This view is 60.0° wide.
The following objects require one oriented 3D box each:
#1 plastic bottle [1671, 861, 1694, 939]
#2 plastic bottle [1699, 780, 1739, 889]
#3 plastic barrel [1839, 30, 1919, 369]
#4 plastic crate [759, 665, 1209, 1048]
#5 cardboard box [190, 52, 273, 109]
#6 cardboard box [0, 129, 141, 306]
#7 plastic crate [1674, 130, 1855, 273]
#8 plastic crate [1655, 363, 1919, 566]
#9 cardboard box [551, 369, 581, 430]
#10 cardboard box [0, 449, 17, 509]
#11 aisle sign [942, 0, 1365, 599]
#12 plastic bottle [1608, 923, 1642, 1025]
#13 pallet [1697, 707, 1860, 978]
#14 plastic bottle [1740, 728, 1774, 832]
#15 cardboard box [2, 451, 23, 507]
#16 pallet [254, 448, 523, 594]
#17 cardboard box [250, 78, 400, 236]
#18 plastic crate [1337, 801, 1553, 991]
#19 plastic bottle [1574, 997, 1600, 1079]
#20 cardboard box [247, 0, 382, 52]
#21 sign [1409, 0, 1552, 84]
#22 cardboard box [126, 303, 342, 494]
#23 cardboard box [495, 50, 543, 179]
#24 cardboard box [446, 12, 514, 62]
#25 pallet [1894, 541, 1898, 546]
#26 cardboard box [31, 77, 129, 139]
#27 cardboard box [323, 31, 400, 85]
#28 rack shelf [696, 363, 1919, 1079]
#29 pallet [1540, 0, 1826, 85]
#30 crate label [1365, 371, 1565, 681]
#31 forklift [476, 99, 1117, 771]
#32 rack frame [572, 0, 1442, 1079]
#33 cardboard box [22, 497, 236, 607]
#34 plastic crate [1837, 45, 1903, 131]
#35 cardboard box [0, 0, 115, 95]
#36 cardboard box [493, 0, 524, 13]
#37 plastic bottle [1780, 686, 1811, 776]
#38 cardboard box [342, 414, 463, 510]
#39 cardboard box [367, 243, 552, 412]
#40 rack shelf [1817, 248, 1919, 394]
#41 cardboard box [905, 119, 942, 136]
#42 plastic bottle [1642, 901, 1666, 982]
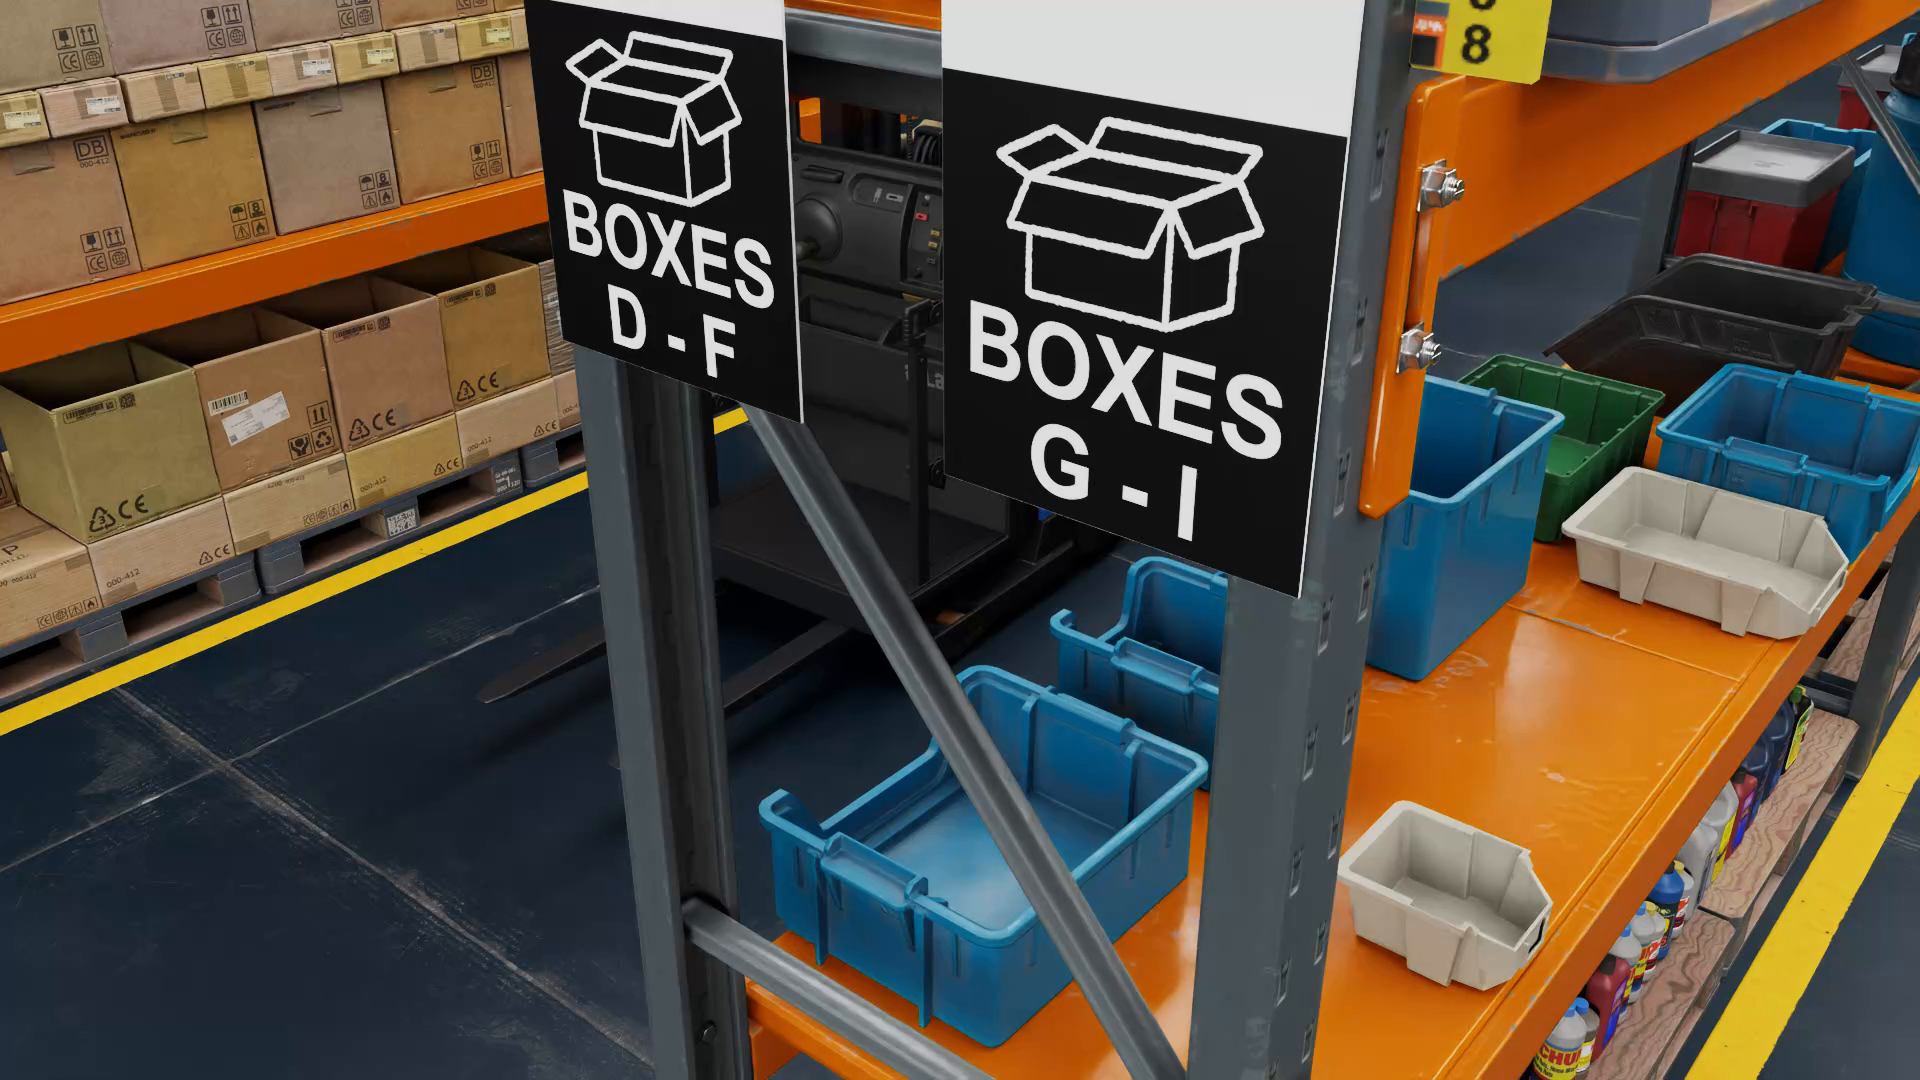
[{"bbox_3d":[1.826,0.916,4.281,0.097,0.201,0.097,0,27,0],"label":"plastic bottle"},{"bbox_3d":[1.987,0.744,4.452,0.144,0.351,0.185,21,34,34],"label":"plastic bottle"},{"bbox_3d":[2.981,-1.004,4.880,0.600,0.901,0.708,21,34,34],"label":"plastic barrel"},{"bbox_3d":[0.045,0.487,2.706,0.499,0.251,0.616,21,34,34],"label":"plastic crate"},{"bbox_3d":[-2.629,-1.629,5.820,0.380,0.149,0.250,20,34,34],"label":"cardboard box"},{"bbox_3d":[-3.226,-1.157,5.613,0.700,0.500,0.500,22,34,36],"label":"cardboard box"},{"bbox_3d":[2.573,-1.022,5.391,0.402,0.464,0.583,21,34,34],"label":"plastic crate"},{"bbox_3d":[2.007,-0.195,4.024,0.499,0.251,0.616,21,34,34],"label":"plastic crate"},{"bbox_3d":[-1.770,-0.744,7.459,0.500,0.250,0.500,21,34,34],"label":"cardboard box"},{"bbox_3d":[-3.751,-0.339,5.860,0.500,0.500,0.500,21,34,34],"label":"cardboard box"},{"bbox_3d":[0.137,-0.358,1.348,0.394,0.787,0.004,21,34,34],"label":"aisle sign"},{"bbox_3d":[1.569,1.029,3.987,0.097,0.271,0.097,0,27,0],"label":"plastic bottle"},{"bbox_3d":[2.042,0.732,5.105,1.003,0.211,1.213,21,34,34],"label":"pallet"},{"bbox_3d":[2.192,0.629,4.673,0.144,0.351,0.185,19,33,32],"label":"plastic bottle"},{"bbox_3d":[-3.441,-0.186,6.380,0.500,0.250,0.500,21,34,34],"label":"cardboard box"},{"bbox_3d":[-2.632,-0.239,6.982,1.003,0.211,1.213,21,34,34],"label":"pallet"},{"bbox_3d":[-2.573,-1.519,6.313,0.700,0.500,0.500,22,35,36],"label":"cardboard box"},{"bbox_3d":[0.775,0.580,2.652,0.298,0.136,0.250,21,34,34],"label":"plastic crate"},{"bbox_3d":[1.417,1.145,3.839,0.097,0.201,0.097,0,27,0],"label":"plastic bottle"},{"bbox_3d":[-2.553,-2.109,6.042,0.700,0.500,0.500,21,34,34],"label":"cardboard box"},{"bbox_3d":[0.379,-0.488,1.155,0.100,0.325,0.005,21,34,34],"label":"sign"},{"bbox_3d":[-2.725,-0.546,6.259,0.500,0.500,0.500,21,34,34],"label":"cardboard box"},{"bbox_3d":[-1.926,-1.878,7.007,0.700,0.500,0.500,20,34,34],"label":"cardboard box"},{"bbox_3d":[-1.975,-1.995,6.527,0.380,0.149,0.250,21,34,34],"label":"cardboard box"},{"bbox_3d":[3.747,-0.218,6.942,1.003,0.211,1.213,21,34,34],"label":"pallet"},{"bbox_3d":[-2.959,-1.443,5.460,0.380,0.149,0.250,20,34,34],"label":"cardboard box"},{"bbox_3d":[-2.302,-1.810,6.170,0.380,0.149,0.250,22,35,36],"label":"cardboard box"},{"bbox_3d":[1.229,0.296,3.696,1.077,0.370,4.000,21,34,34],"label":"rack shelf"},{"bbox_3d":[0.559,-0.827,2.026,1.003,0.211,1.213,21,34,34],"label":"pallet"},{"bbox_3d":[0.919,-0.062,3.566,0.502,0.435,0.616,21,34,34],"label":"crate label"},{"bbox_3d":[-0.375,-1.070,5.628,1.130,2.935,3.031,19,33,32],"label":"forklift"},{"bbox_3d":[-0.040,0.687,2.158,0.949,2.616,0.053,21,34,34],"label":"rack frame"},{"bbox_3d":[-3.035,-0.032,6.083,0.500,0.250,0.500,21,34,34],"label":"cardboard box"},{"bbox_3d":[3.782,-1.696,6.693,0.402,0.464,0.583,21,34,34],"label":"plastic crate"},{"bbox_3d":[-3.192,-1.753,5.352,0.700,0.500,0.500,20,33,33],"label":"cardboard box"},{"bbox_3d":[-1.916,-2.463,6.727,0.700,0.500,0.500,21,34,34],"label":"cardboard box"},{"bbox_3d":[2.450,0.546,4.908,0.061,0.283,0.133,23,35,37],"label":"plastic bottle"},{"bbox_3d":[-2.395,-0.385,6.765,0.500,0.250,0.500,21,34,34],"label":"cardboard box"},{"bbox_3d":[-2.087,-0.899,6.943,0.500,0.500,0.500,21,34,34],"label":"cardboard box"},{"bbox_3d":[3.773,-1.122,6.437,1.077,0.370,4.000,21,34,34],"label":"rack shelf"},{"bbox_3d":[0.012,-2.345,9.944,0.500,0.311,0.500,20,33,33],"label":"cardboard box"},{"bbox_3d":[1.695,0.989,4.140,0.097,0.201,0.097,0,27,0],"label":"plastic bottle"}]
